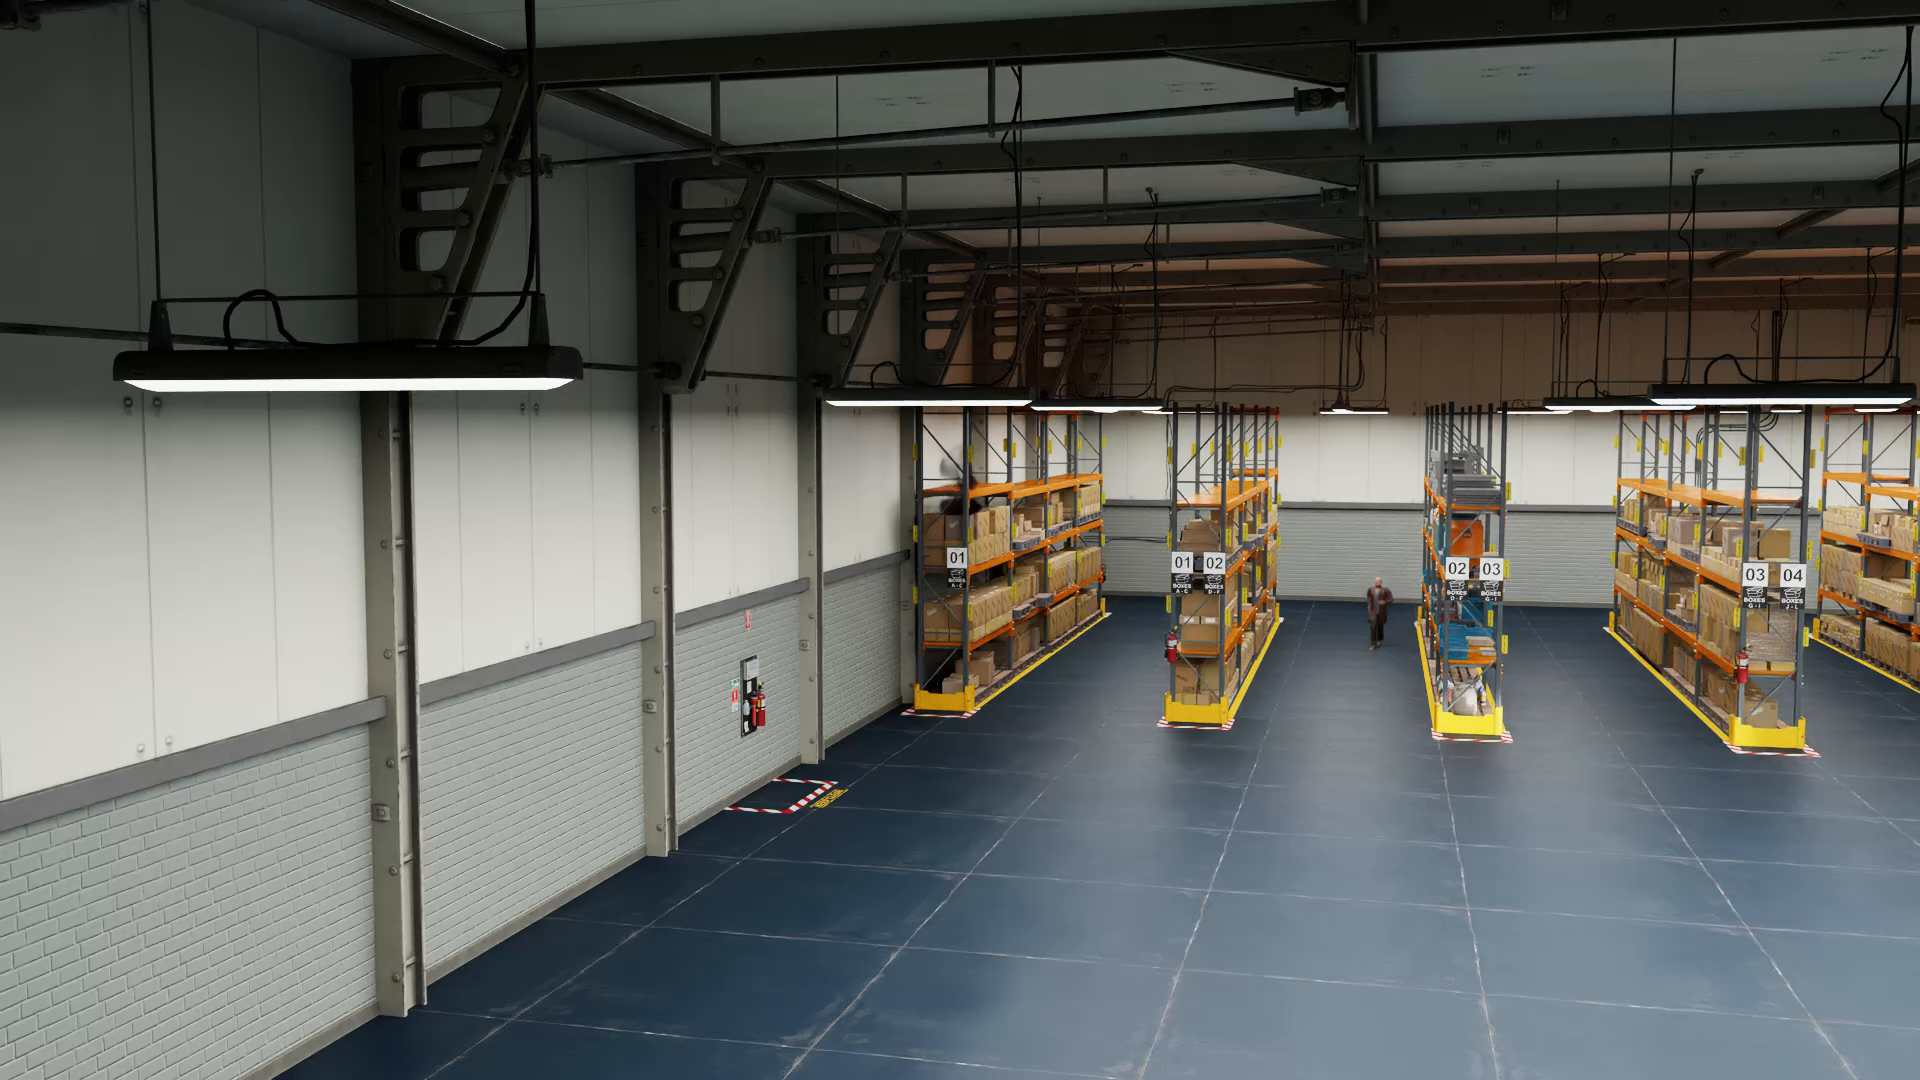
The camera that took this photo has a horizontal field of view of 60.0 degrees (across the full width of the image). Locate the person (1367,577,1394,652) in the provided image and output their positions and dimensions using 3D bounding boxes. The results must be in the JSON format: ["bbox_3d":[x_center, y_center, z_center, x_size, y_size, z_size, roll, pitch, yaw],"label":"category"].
[{"bbox_3d":[10.322,1.808,40.966,0.685,1.797,0.991,2,5,25],"label":"person"}]

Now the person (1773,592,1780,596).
[{"bbox_3d":[20.824,1.776,42.349,0.547,1.593,0.867,1,4,15],"label":"person"}]
